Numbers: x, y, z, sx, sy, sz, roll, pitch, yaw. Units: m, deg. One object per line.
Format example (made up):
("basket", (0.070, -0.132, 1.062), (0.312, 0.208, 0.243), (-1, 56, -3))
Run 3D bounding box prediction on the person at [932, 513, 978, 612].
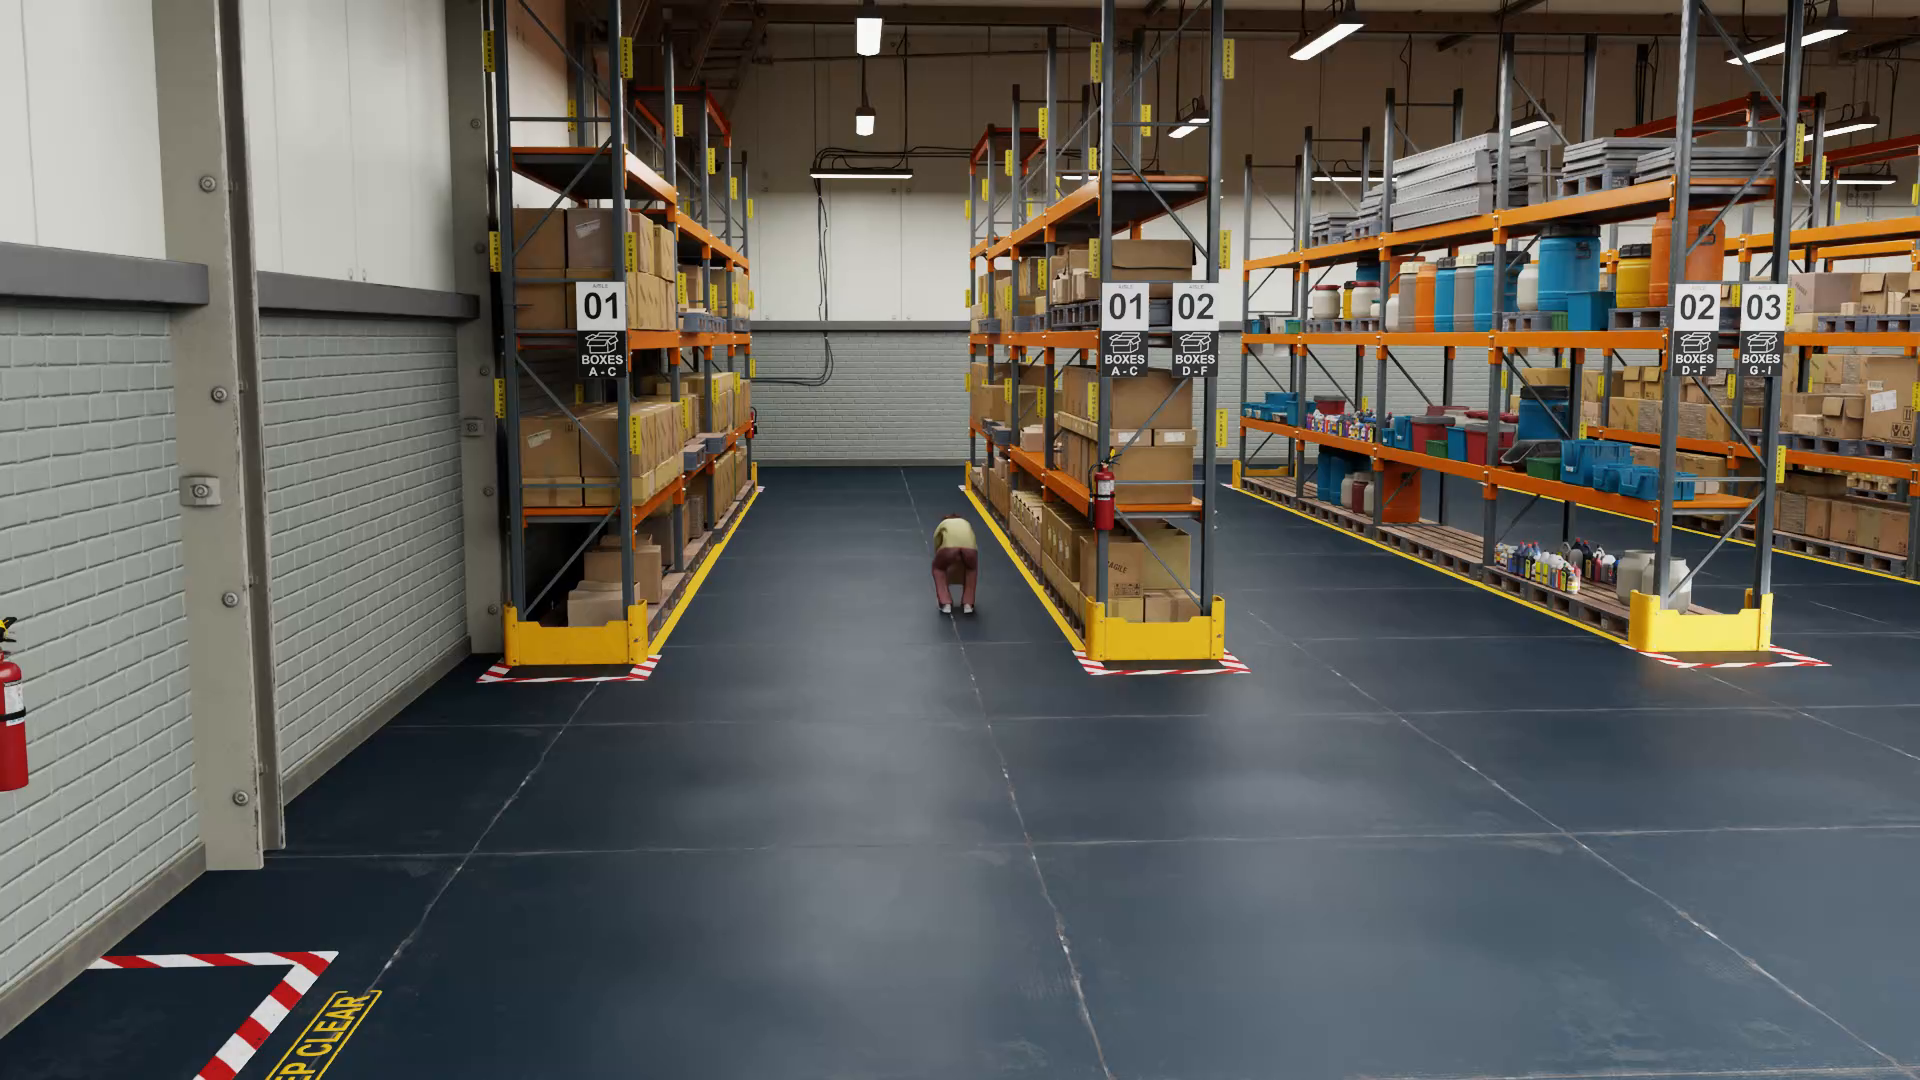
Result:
("person", (-0.050, 0.221, 16.877), (0.476, 0.966, 0.866), (-1, 7, -6))
